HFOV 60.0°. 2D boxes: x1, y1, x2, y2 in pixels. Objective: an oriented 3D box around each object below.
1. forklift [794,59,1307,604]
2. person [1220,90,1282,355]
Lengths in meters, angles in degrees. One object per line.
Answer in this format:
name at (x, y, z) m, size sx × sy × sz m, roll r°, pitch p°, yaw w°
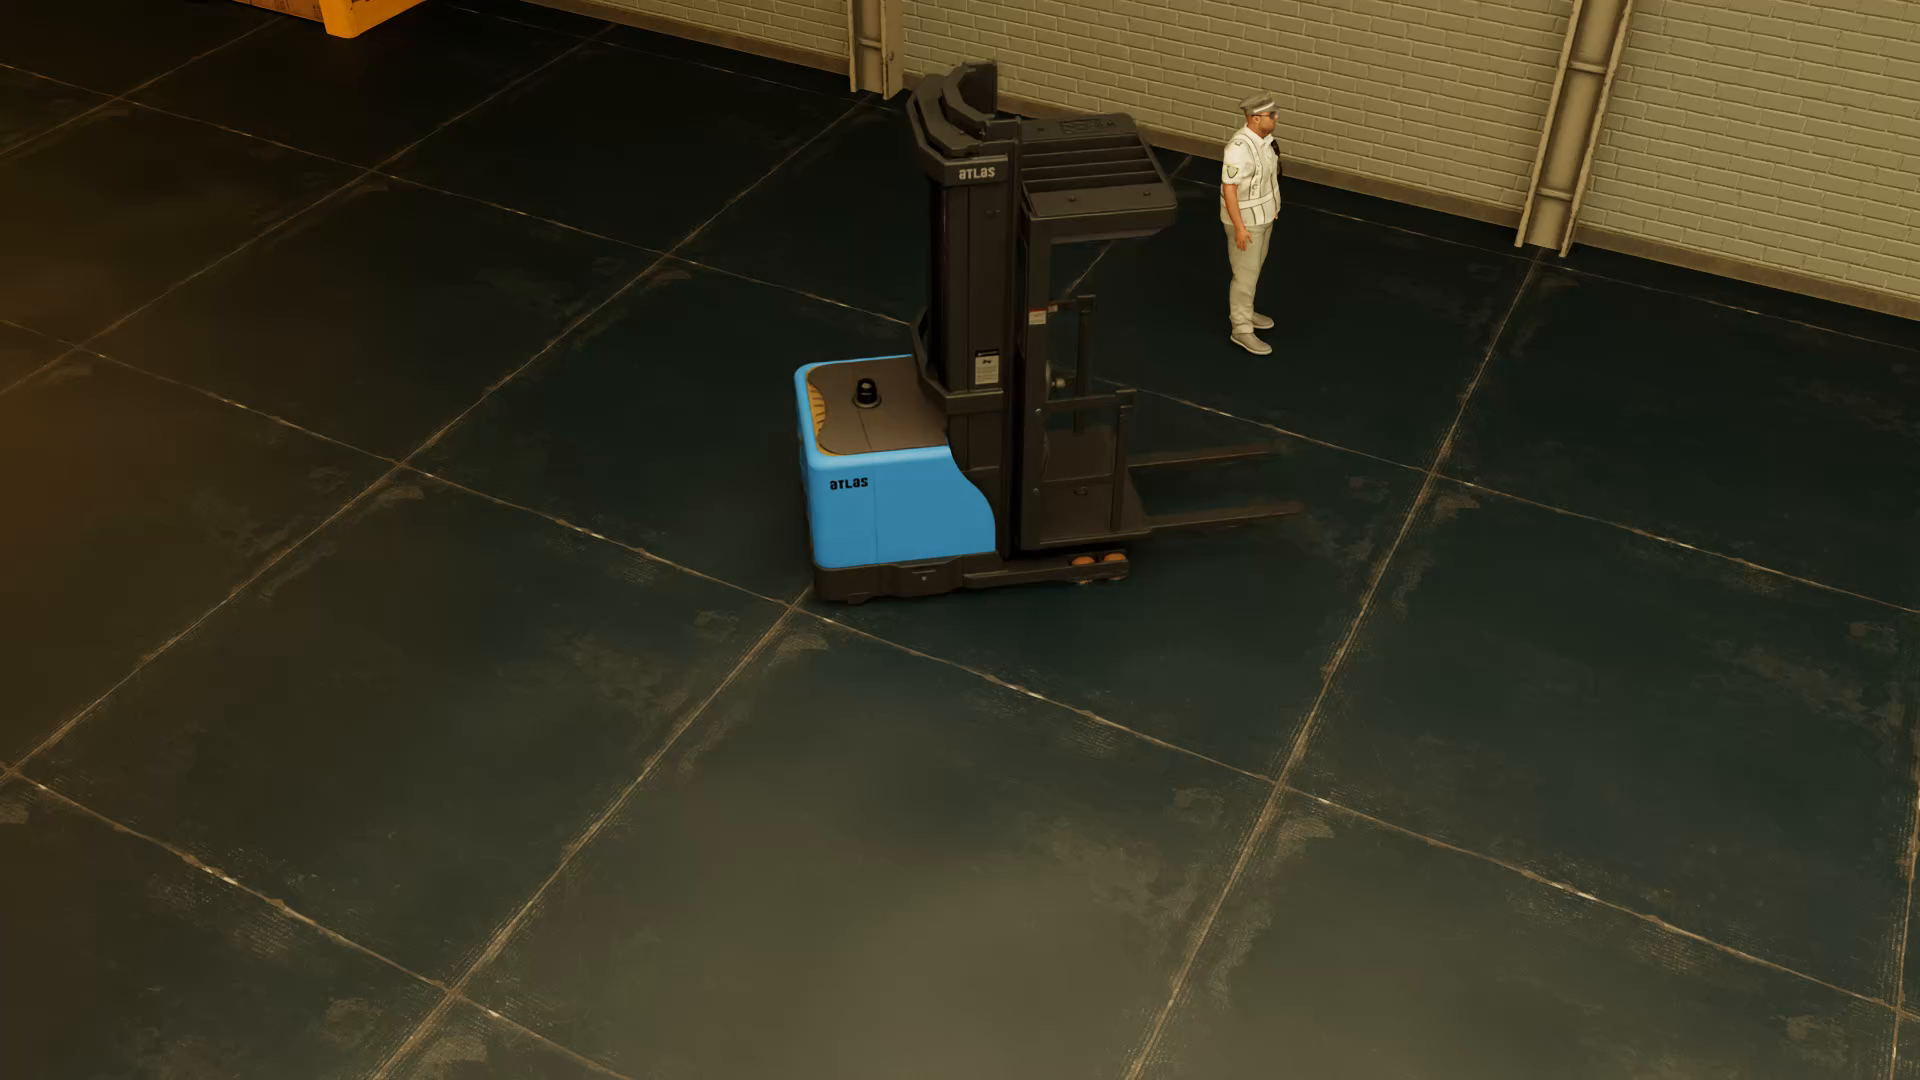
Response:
forklift at (0.569, -1.191, 9.400) m, size 3.031 × 2.935 × 1.130 m, roll -6°, pitch 40°, yaw -7°
person at (2.088, -2.234, 11.521) m, size 0.576 × 1.780 × 0.638 m, roll 20°, pitch 44°, yaw 22°
